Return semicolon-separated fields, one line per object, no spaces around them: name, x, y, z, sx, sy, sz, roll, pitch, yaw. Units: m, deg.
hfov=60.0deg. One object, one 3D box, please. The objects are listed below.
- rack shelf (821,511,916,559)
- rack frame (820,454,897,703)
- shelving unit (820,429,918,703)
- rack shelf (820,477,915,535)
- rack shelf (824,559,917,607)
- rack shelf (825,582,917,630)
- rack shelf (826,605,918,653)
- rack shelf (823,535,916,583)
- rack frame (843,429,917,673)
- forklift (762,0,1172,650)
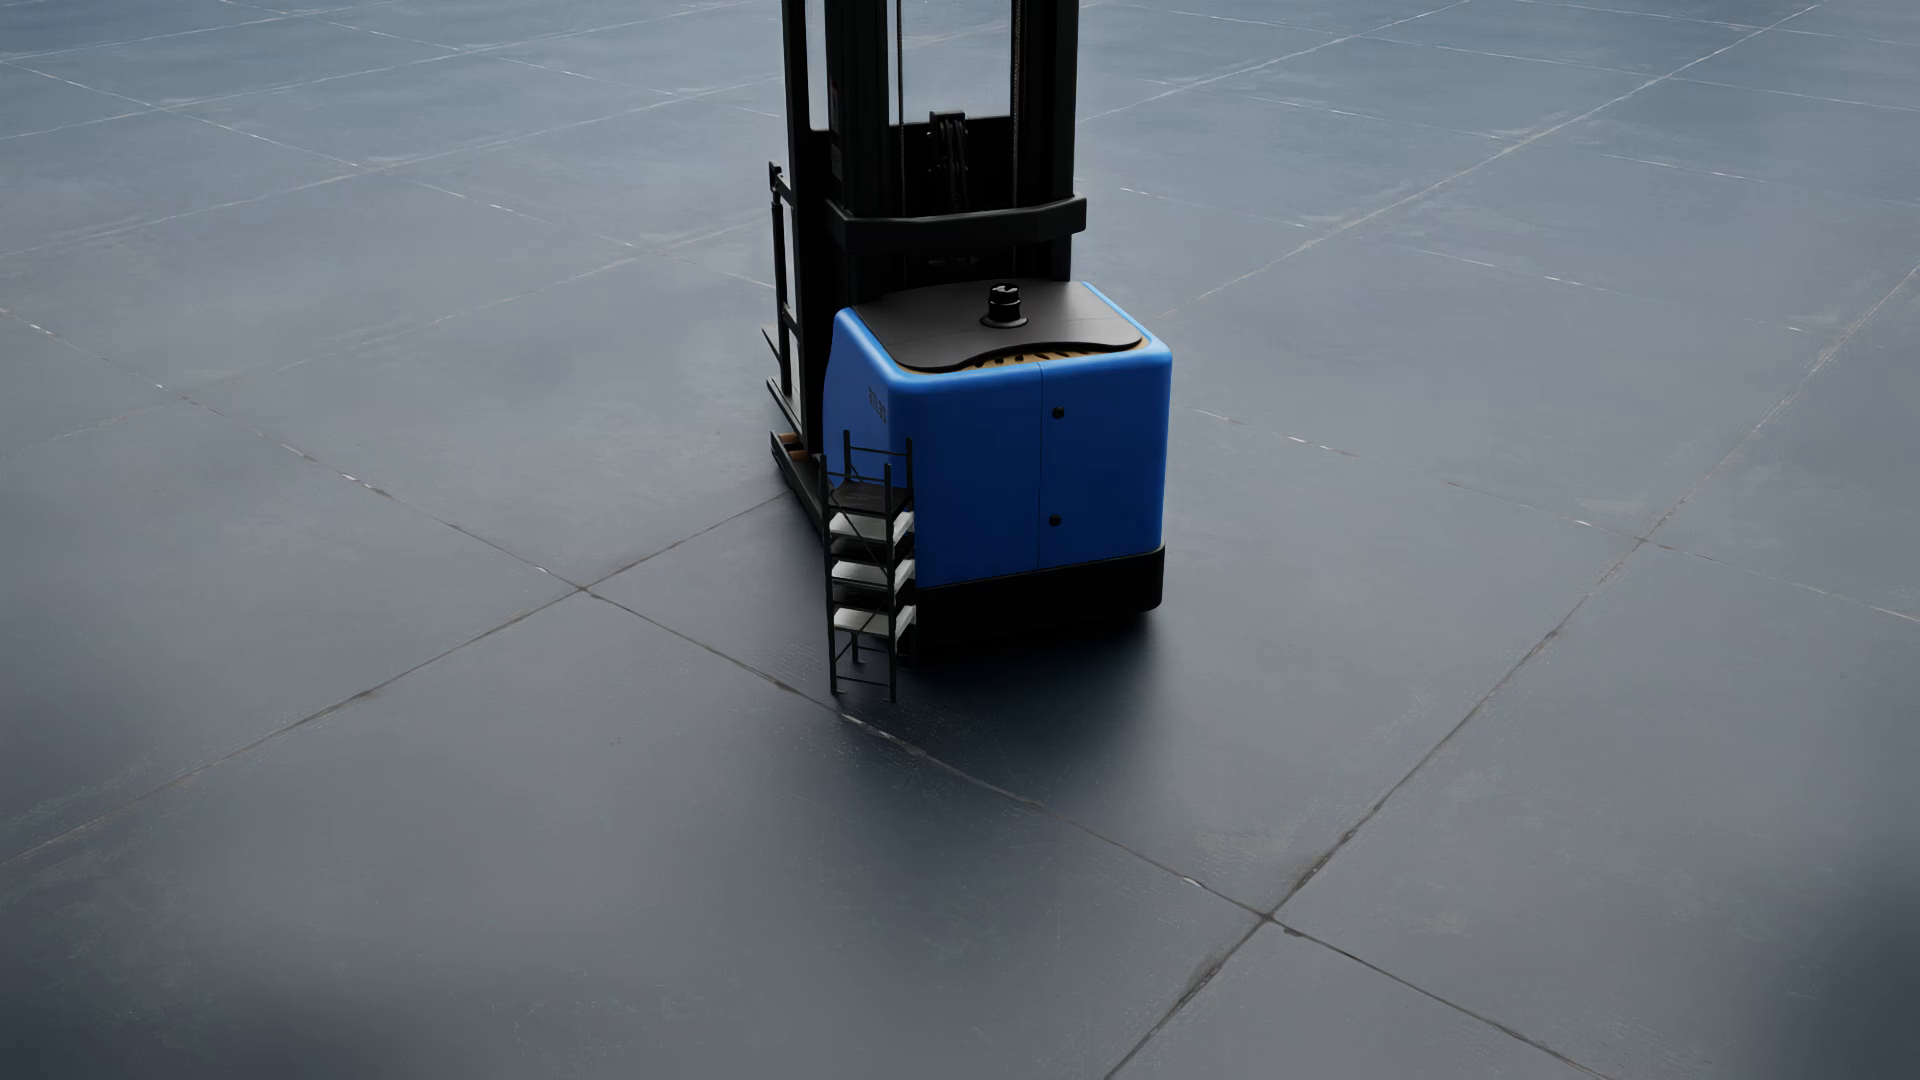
rack shelf;-0.301;-0.034;5.515;0.258;0.077;0.200;9;29;16
rack frame;-0.332;0.141;5.498;0.240;0.900;0.006;9;29;16
shelving unit;-0.301;0.096;5.583;0.258;0.900;0.210;9;29;16
rack shelf;-0.301;-0.113;5.472;0.258;0.077;0.200;9;29;16
rack shelf;-0.300;0.125;5.599;0.258;0.077;0.200;9;29;16
rack shelf;-0.300;0.204;5.641;0.258;0.077;0.200;9;29;16
rack shelf;-0.300;0.284;5.683;0.258;0.077;0.200;9;29;16
rack shelf;-0.301;0.046;5.557;0.258;0.077;0.200;9;29;16
rack frame;-0.269;0.050;5.669;0.240;0.900;0.006;9;29;16
forklift;-0.196;-1.575;6.604;1.130;2.935;3.031;-9;29;-16
